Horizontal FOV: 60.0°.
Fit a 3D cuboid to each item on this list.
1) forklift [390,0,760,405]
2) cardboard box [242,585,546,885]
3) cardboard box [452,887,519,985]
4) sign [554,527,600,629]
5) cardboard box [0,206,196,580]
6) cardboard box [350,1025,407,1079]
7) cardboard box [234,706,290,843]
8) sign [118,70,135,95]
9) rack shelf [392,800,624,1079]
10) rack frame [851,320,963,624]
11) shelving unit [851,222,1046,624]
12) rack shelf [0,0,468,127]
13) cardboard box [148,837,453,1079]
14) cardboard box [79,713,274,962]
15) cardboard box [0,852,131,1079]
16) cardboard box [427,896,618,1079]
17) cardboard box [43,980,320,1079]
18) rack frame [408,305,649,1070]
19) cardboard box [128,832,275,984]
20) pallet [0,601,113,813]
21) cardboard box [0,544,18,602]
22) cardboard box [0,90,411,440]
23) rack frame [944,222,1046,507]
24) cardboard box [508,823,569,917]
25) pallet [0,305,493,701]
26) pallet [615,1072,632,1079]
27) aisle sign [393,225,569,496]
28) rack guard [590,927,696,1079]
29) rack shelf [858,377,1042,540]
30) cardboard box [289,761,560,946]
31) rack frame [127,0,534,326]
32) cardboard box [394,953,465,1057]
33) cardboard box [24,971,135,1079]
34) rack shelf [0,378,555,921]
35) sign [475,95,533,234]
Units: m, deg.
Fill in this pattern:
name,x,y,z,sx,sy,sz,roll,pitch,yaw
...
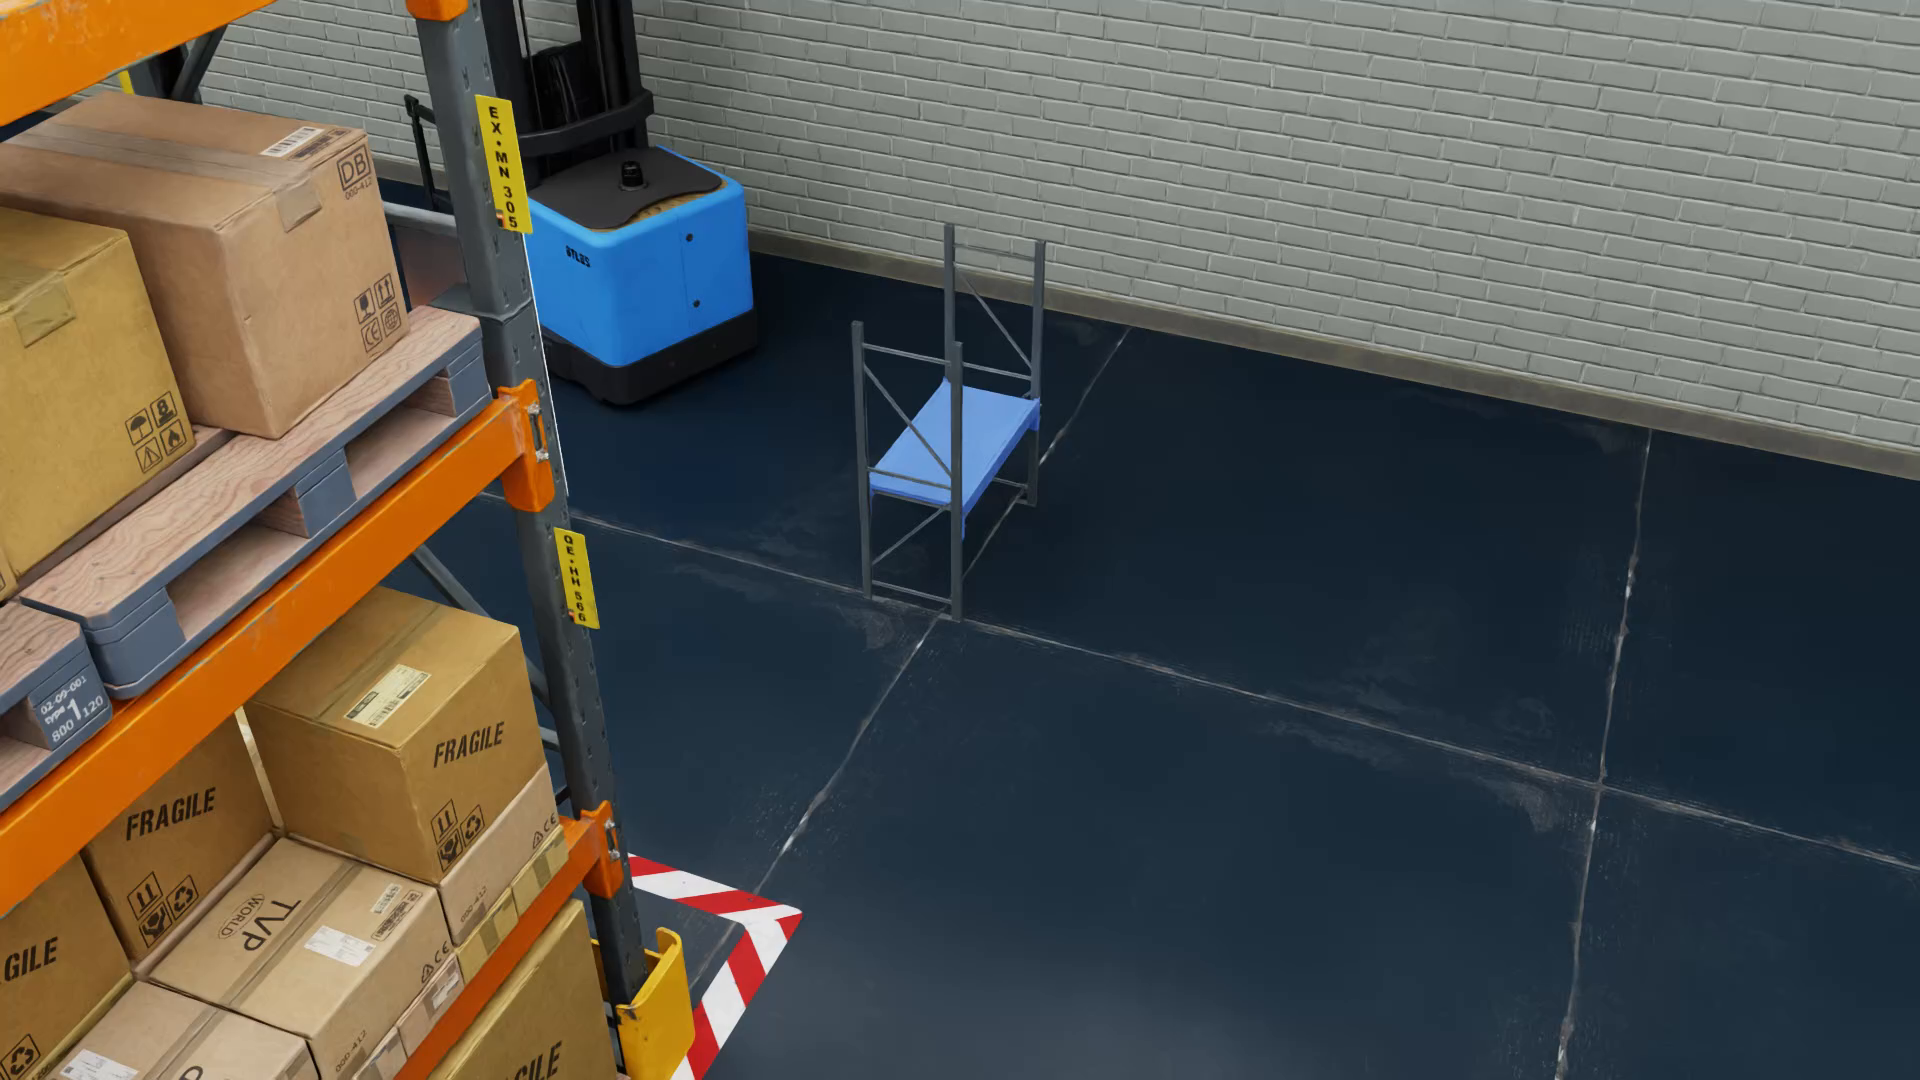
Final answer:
name,x,y,z,sx,sy,sz,roll,pitch,yaw
forklift,-2.583,-2.701,9.517,3.031,2.935,1.130,31,46,34
cardboard box,-1.487,0.504,4.422,0.500,0.500,0.500,14,39,18
cardboard box,-1.473,1.051,4.650,0.380,0.149,0.250,14,39,18
sign,-1.048,0.107,4.539,0.100,0.325,0.005,14,39,18
cardboard box,-2.018,-0.332,3.267,0.700,0.500,0.500,12,39,16
cardboard box,-1.666,1.328,4.279,0.380,0.149,0.250,15,39,19
cardboard box,-1.977,0.679,4.814,0.500,0.250,0.500,13,39,17
sign,-2.056,-1.179,4.122,0.100,0.325,0.005,14,39,18
rack shelf,-2.306,1.929,3.866,1.077,0.370,4.000,14,39,18
rack frame,-0.226,-0.272,7.463,0.500,1.500,0.032,14,39,18
shelving unit,-0.032,-0.554,7.839,0.538,1.500,1.048,14,39,18
rack shelf,-2.306,-0.313,2.189,1.077,0.370,4.000,14,39,18
cardboard box,-1.677,1.084,4.272,0.500,0.250,0.500,13,39,17
cardboard box,-2.167,0.656,4.220,0.500,0.500,0.500,13,39,17
cardboard box,-2.359,0.944,3.834,0.500,0.500,0.500,13,39,17
cardboard box,-1.714,1.589,5.144,0.875,0.875,0.875,14,39,18
cardboard box,-1.870,1.366,3.895,0.500,0.250,0.500,13,39,16
rack frame,-1.545,0.534,5.132,1.000,3.000,0.127,14,39,18
cardboard box,-2.169,0.968,4.427,0.500,0.250,0.500,13,39,17
pallet,-2.280,0.459,2.801,1.003,0.211,1.213,14,39,18
cardboard box,-2.170,-0.034,2.869,0.700,0.500,0.500,11,38,15
cardboard box,-1.693,-0.616,3.647,0.700,0.500,0.500,12,38,15
rack frame,0.161,-0.835,8.216,0.500,1.500,0.032,14,39,18
cardboard box,-1.376,0.907,4.843,0.380,0.149,0.250,15,39,19
pallet,-1.817,-0.219,3.708,1.003,0.211,1.213,14,39,18
pallet,-1.776,2.111,5.351,1.003,0.211,1.213,14,39,18
aisle sign,-1.240,-0.479,4.315,0.394,0.787,0.004,14,39,18
rack guard,-1.535,1.522,5.898,1.175,0.500,0.348,14,39,18
rack shelf,-0.032,-0.409,7.947,0.538,0.185,1.000,14,39,18
cardboard box,-1.484,0.804,4.648,0.500,0.250,0.500,13,39,17
rack frame,-1.545,-1.869,3.336,1.000,3.000,0.127,14,39,18
cardboard box,-1.570,1.190,4.463,0.380,0.149,0.250,14,39,18
cardboard box,-2.363,1.246,4.056,0.500,0.250,0.500,13,39,16
rack shelf,-2.306,0.728,2.968,1.077,0.370,4.000,14,39,18
sign,-1.048,-0.859,3.817,0.100,0.325,0.005,14,39,18
